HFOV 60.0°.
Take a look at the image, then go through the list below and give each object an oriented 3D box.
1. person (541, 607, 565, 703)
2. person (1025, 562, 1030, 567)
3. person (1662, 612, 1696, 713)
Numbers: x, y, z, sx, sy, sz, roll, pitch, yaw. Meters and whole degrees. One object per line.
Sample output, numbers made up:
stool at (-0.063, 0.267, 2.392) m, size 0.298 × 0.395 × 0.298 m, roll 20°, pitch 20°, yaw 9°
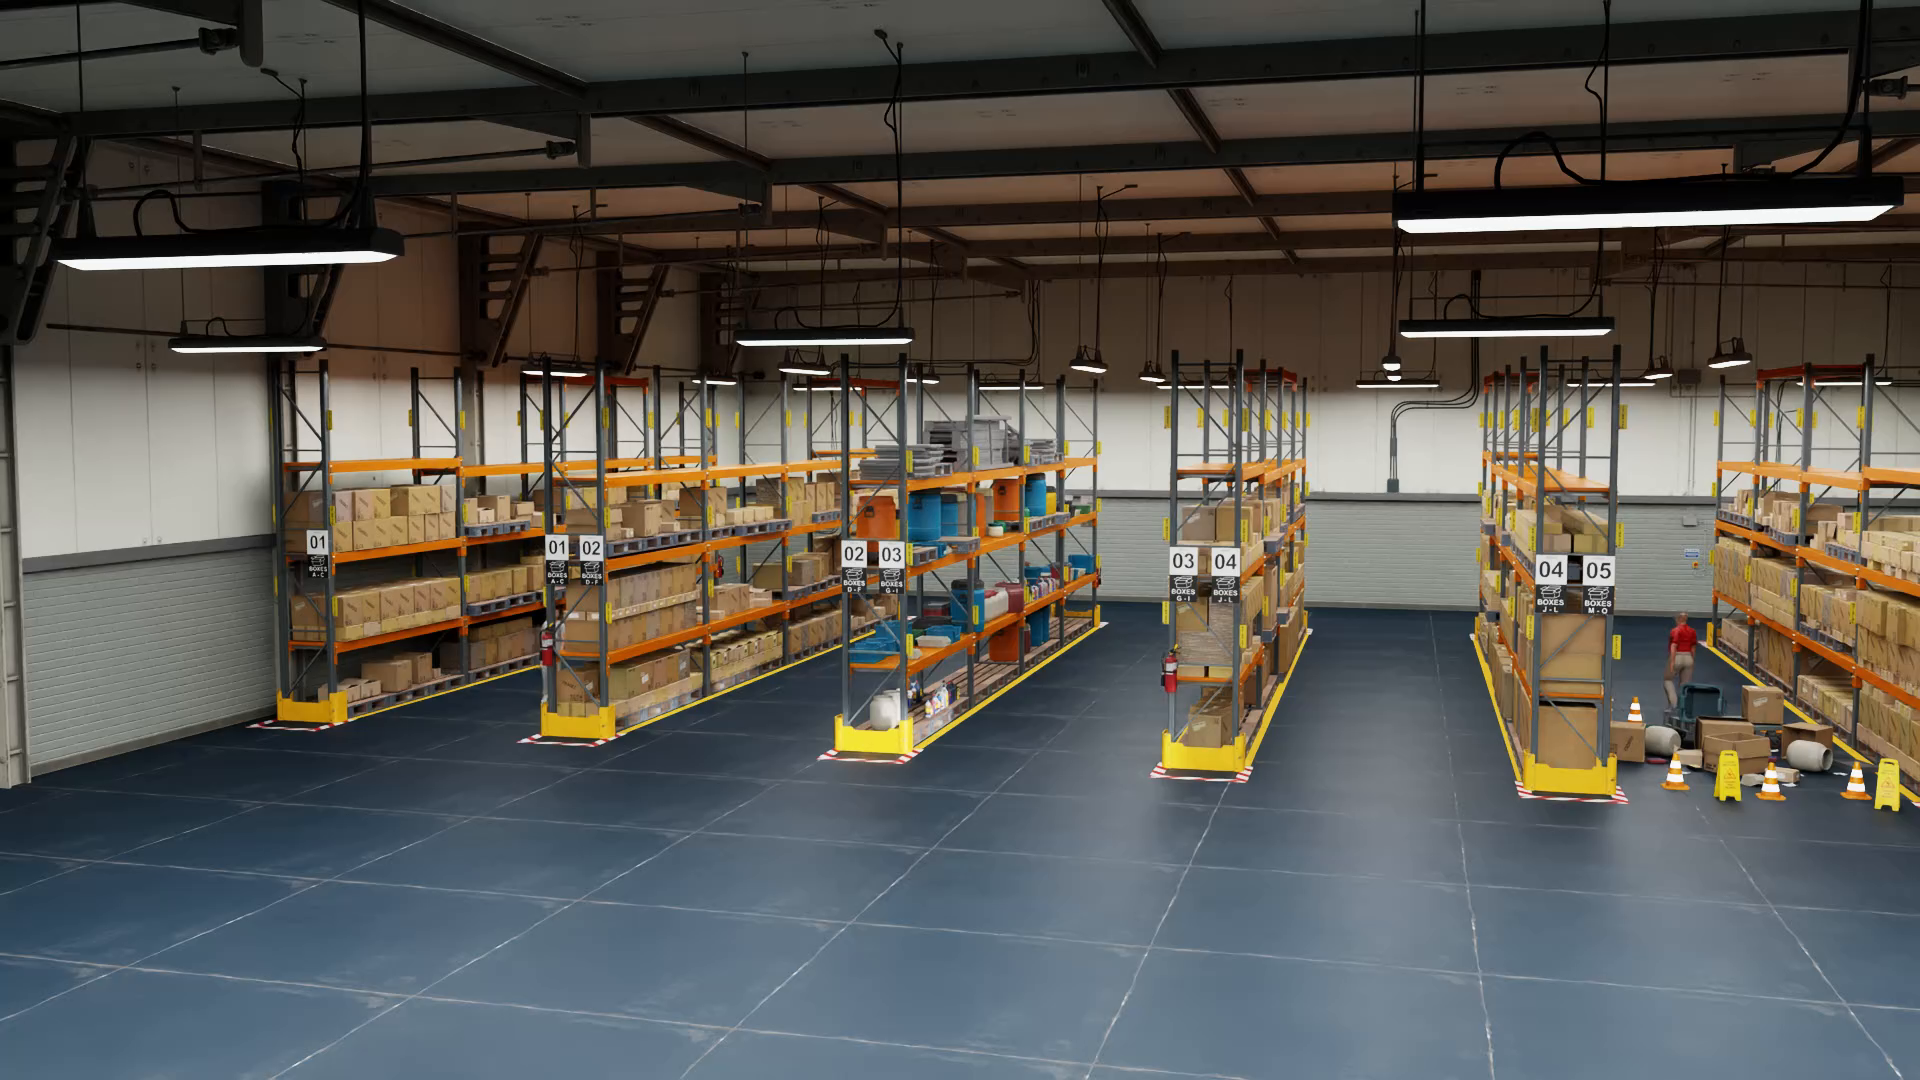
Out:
person at (-7.285, 2.043, 29.731) m, size 0.461 × 1.684 × 0.676 m, roll 0°, pitch 4°, yaw -7°
person at (1.629, 1.326, 39.937) m, size 0.447 × 1.614 × 0.477 m, roll 0°, pitch 4°, yaw 5°
person at (12.304, 2.115, 28.333) m, size 0.535 × 1.754 × 0.508 m, roll 0°, pitch 4°, yaw -2°
